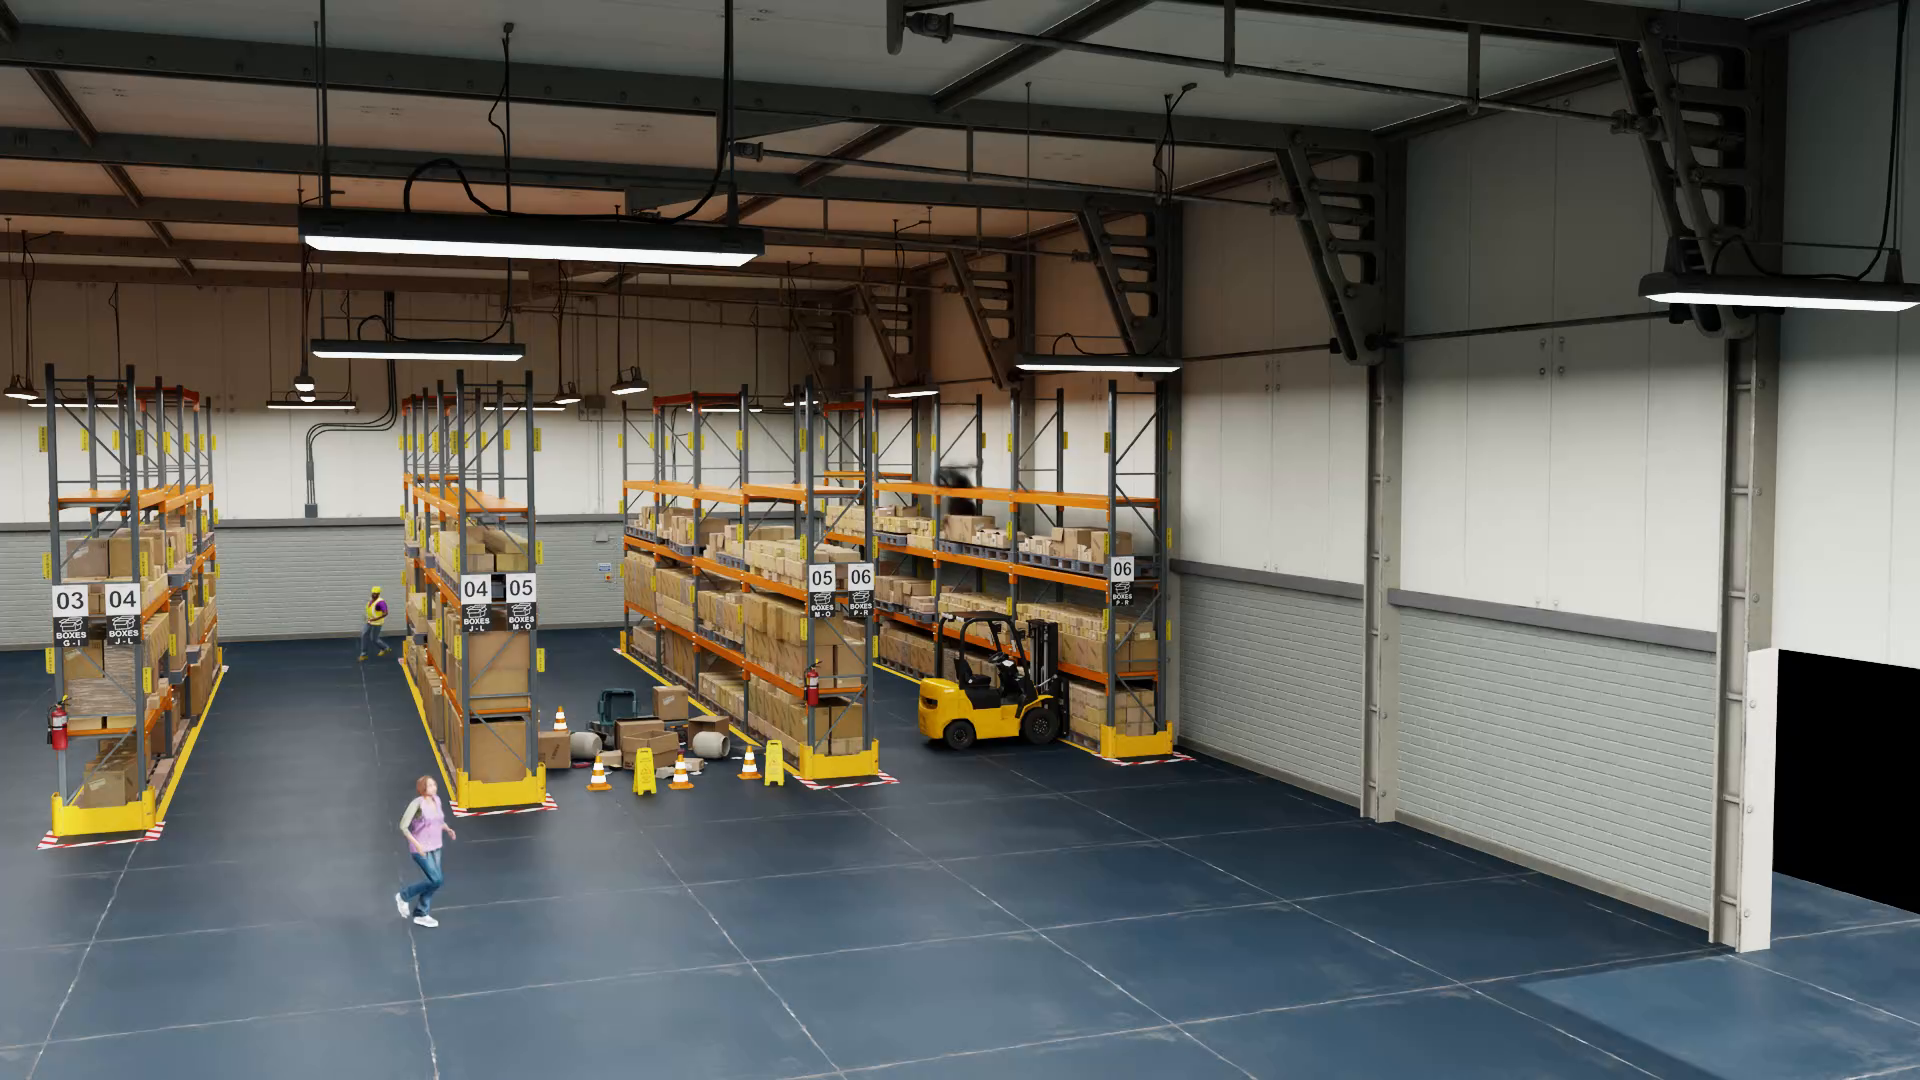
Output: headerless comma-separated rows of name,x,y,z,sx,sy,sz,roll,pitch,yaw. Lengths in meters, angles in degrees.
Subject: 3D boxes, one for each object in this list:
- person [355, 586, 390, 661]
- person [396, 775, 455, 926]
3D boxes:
person,-13.427,1.932,38.341,0.744,1.749,0.814,2,4,37
person,-5.535,3.220,17.268,0.569,1.569,0.527,1,4,20
